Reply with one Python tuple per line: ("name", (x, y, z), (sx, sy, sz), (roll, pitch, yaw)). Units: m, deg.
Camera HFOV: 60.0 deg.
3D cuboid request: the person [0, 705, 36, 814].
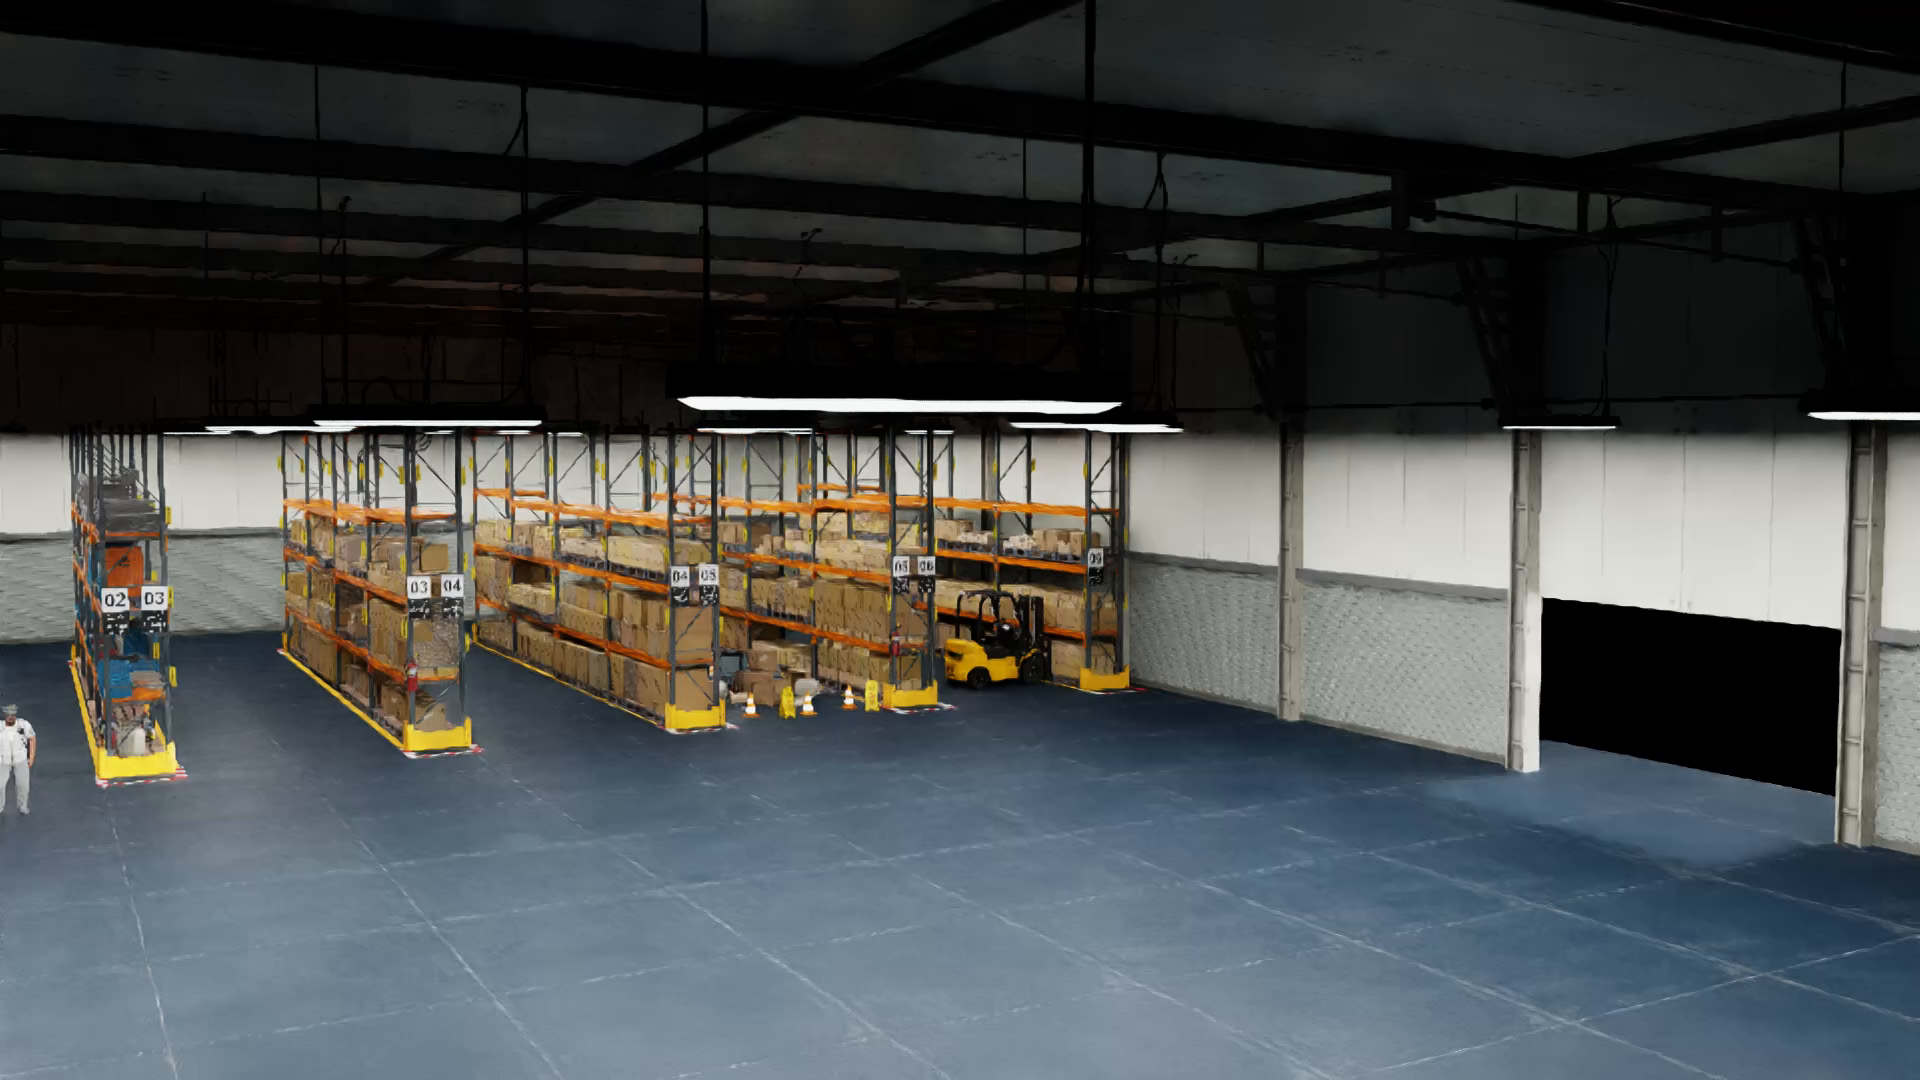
("person", (-14.358, 3.314, 25.162), (0.682, 1.715, 0.542), (-2, 4, -30))
